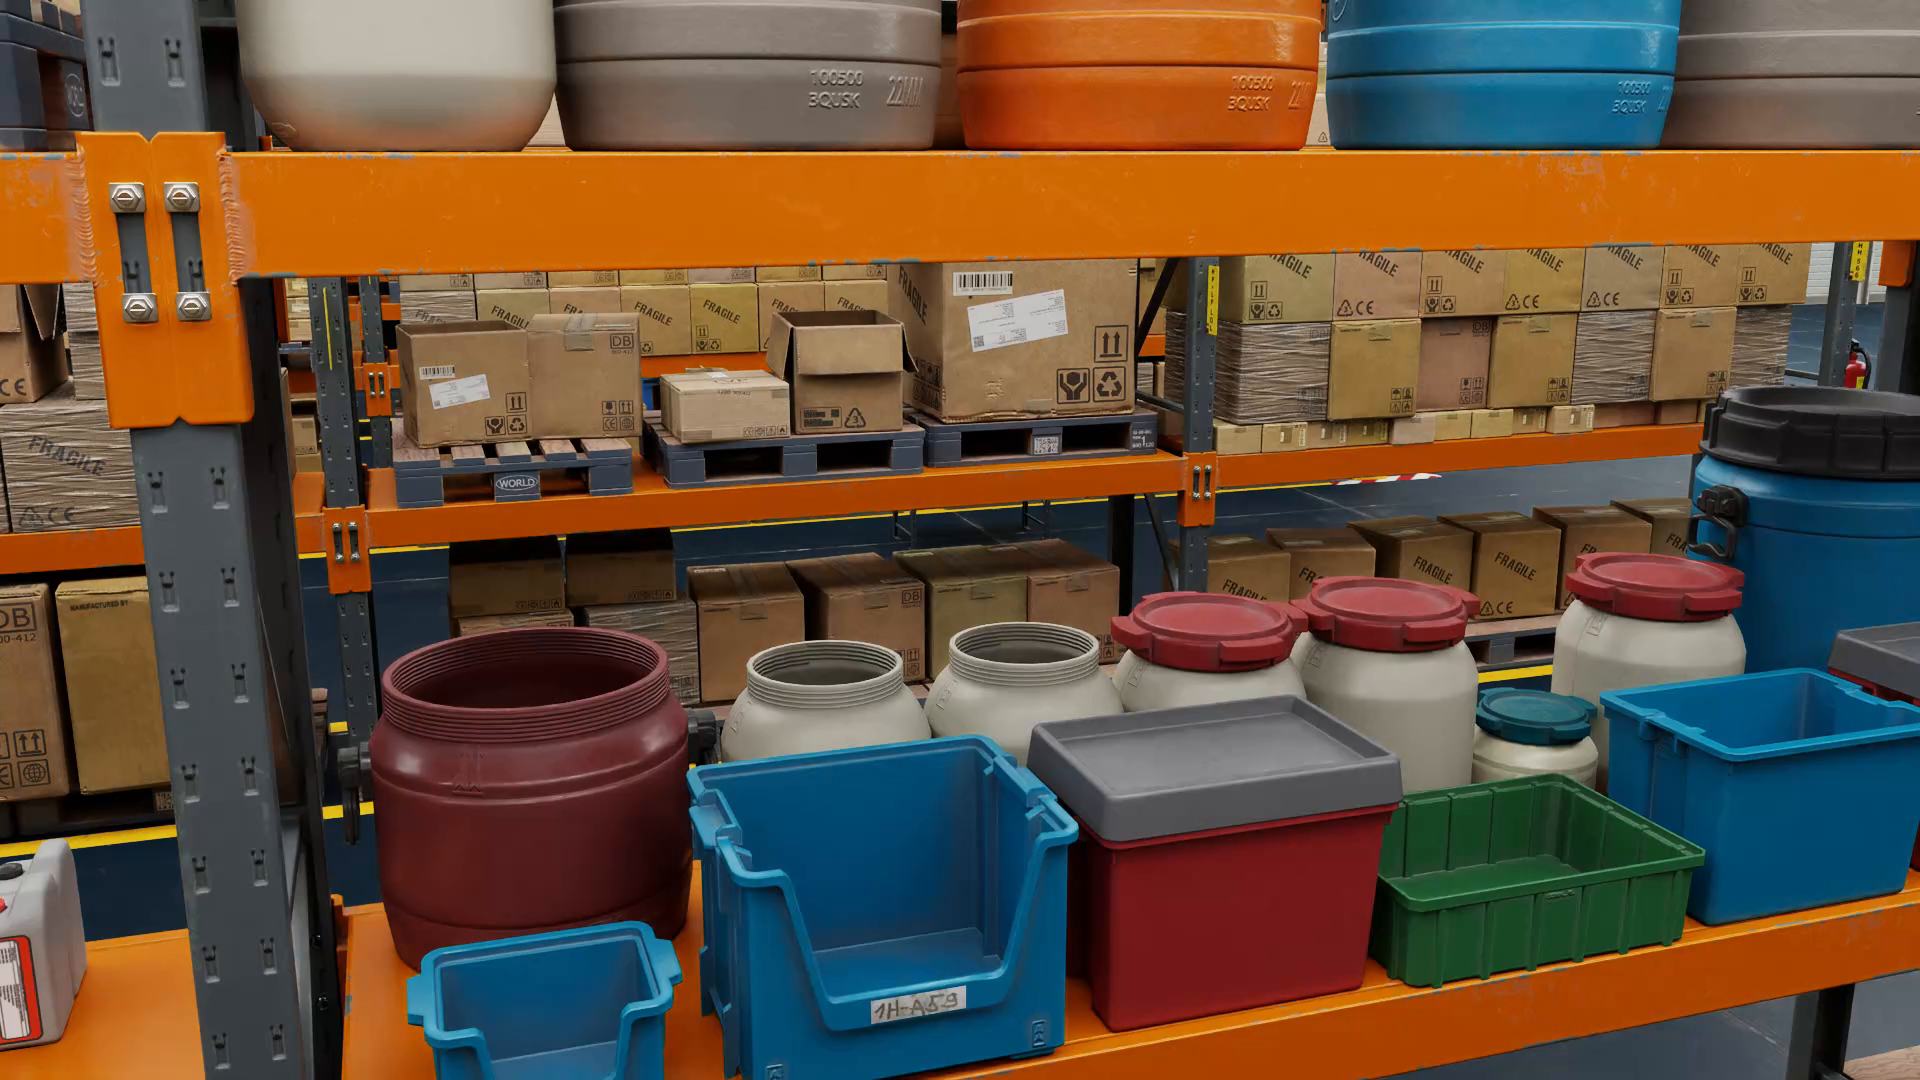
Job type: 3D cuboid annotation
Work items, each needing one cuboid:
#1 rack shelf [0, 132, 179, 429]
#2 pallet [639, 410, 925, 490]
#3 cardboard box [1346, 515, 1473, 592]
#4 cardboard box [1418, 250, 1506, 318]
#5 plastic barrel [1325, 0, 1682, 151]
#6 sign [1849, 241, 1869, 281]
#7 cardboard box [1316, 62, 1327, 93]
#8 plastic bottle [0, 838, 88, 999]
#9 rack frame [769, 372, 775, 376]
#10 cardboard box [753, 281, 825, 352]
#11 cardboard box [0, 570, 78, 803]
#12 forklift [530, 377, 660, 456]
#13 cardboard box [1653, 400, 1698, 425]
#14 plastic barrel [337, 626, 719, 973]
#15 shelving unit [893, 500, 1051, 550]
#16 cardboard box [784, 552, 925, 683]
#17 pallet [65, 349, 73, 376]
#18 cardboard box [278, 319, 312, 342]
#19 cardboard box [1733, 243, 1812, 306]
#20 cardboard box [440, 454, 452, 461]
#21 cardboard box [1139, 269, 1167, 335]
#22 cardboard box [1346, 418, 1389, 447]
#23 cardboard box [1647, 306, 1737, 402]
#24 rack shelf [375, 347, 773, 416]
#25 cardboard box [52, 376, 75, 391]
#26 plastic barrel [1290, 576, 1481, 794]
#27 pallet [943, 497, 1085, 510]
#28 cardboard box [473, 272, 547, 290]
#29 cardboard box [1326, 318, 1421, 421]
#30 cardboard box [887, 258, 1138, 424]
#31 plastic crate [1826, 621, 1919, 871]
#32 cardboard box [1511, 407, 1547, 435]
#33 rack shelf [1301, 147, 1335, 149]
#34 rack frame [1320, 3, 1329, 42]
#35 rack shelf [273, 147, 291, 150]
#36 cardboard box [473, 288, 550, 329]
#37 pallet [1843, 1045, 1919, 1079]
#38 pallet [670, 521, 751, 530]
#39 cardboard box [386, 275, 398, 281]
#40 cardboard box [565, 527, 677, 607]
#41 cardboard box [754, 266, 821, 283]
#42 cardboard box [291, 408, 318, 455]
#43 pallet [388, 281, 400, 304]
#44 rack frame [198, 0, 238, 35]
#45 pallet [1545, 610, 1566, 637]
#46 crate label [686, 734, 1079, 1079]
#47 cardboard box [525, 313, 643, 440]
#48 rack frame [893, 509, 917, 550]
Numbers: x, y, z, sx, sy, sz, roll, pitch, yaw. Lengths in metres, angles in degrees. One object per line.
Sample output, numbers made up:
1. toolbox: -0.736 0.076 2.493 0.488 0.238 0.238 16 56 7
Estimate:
1. rack shelf: -3.070 -0.293 1.964 4.000 0.370 1.077 -4 14 -18
2. pallet: -0.891 -0.479 8.090 1.213 0.211 1.003 -4 14 -18
3. cardboard box: 2.533 0.171 9.434 0.500 0.500 0.500 -6 15 -23
4. cardboard box: 2.492 -1.444 8.711 0.500 0.500 0.500 -4 14 -18
5. plastic barrel: 0.964 -1.148 2.921 0.708 0.901 0.600 -4 14 -18
6. sign: 4.986 -1.602 9.209 0.005 0.325 0.100 -4 14 -18
7. cardboard box: 1.674 -2.284 8.243 0.250 0.149 0.380 -5 14 -21
8. plastic bottle: -1.687 0.690 3.027 0.135 0.276 0.152 -4 14 -18
9. rack frame: -2.123 -2.886 17.794 0.127 3.000 1.000 -4 14 -18
10. cardboard box: -1.337 -1.722 12.685 0.500 0.500 0.500 -5 14 -19
11. cardboard box: -4.262 0.522 7.148 0.875 0.875 1.225 -4 14 -18
12. forklift: -2.601 -2.225 15.163 3.031 2.935 1.130 -8 15 -30
13. cardboard box: 3.925 -0.756 9.383 0.250 0.149 0.380 -4 14 -18
14. plastic barrel: -0.831 0.502 3.256 0.708 0.536 0.600 -4 14 -18
15. shelving unit: 0.081 -0.736 11.996 1.048 1.500 0.538 -4 14 -18
16. cardboard box: -0.540 0.402 8.420 0.500 0.500 0.700 -6 15 -23
17. pallet: -6.103 -1.264 11.391 1.213 0.211 1.003 -4 14 -18
18. cardboard box: -4.561 -1.458 11.424 0.250 0.149 0.380 -4 14 -17
19. cardboard box: 4.386 -1.593 9.338 0.500 0.500 0.500 -4 14 -18
20. cardboard box: -3.634 -0.648 12.338 0.750 0.750 1.050 -5 14 -19
21. cardboard box: 1.431 -2.031 13.877 0.500 0.550 0.875 -4 14 -18
22. cardboard box: 2.040 -0.601 8.730 0.250 0.149 0.380 -4 14 -18
23. cardboard box: 3.863 -1.103 9.441 0.500 0.500 0.875 -4 14 -18
24. rack shelf: -2.344 -1.310 12.724 4.000 0.370 1.077 -4 14 -18
25. cardboard box: -3.789 -0.451 7.342 0.500 0.500 0.500 -5 14 -20
26. plastic barrel: 0.945 0.384 3.752 0.433 0.535 0.433 0 13 0
27. pallet: 0.297 -0.490 13.748 1.213 0.211 1.003 -4 14 -18
28. cardboard box: -3.332 -2.116 12.181 0.500 0.500 0.700 -5 14 -19
29. cardboard box: 1.969 -0.955 8.816 0.500 0.500 0.875 -4 14 -18
30. cardboard box: 0.240 -1.181 8.421 1.000 1.000 1.000 -4 14 -18
31. plastic crate: 2.256 0.445 3.650 0.583 0.464 0.402 -4 14 -18
32. cardboard box: 2.977 -0.682 9.072 0.250 0.149 0.380 -4 14 -18
33. rack shelf: 2.933 -1.970 9.013 4.000 0.370 1.077 -4 14 -18
34. rack frame: 3.342 -5.022 13.808 0.127 3.000 1.000 -4 14 -18
35. rack shelf: -4.649 -1.379 6.531 4.000 0.370 1.077 -4 14 -18
36. cardboard box: -3.247 -1.573 12.059 0.500 0.500 0.500 -5 14 -19
37. pallet: 3.267 1.690 4.582 1.213 0.211 1.003 -4 14 -18
38. pallet: -2.314 -0.287 12.893 1.213 0.211 1.003 -4 14 -18
39. cardboard box: -5.547 -2.656 16.463 0.250 0.149 0.380 -5 14 -21
40. cardboard box: -1.629 0.122 7.977 0.500 0.250 0.500 -3 14 -12
41. cardboard box: -1.404 -2.267 12.813 0.500 0.500 0.700 -5 14 -19
42. cardboard box: -4.805 -0.758 11.720 0.500 0.250 0.500 -5 14 -19
43. pallet: -5.273 -2.574 16.895 1.003 0.211 1.213 -4 14 -18
44. rack frame: -1.174 -2.250 2.155 0.127 3.000 1.000 -4 14 -18
45. pallet: 3.975 0.407 9.977 1.213 0.211 1.003 -4 14 -18
46. crate label: -0.146 0.638 2.904 0.616 0.435 0.502 -4 14 -18
47. cardboard box: -1.758 -0.782 7.825 0.500 0.500 0.700 -2 14 -10
48. rack frame: -0.401 -0.698 11.838 0.032 1.500 0.500 -4 14 -18
